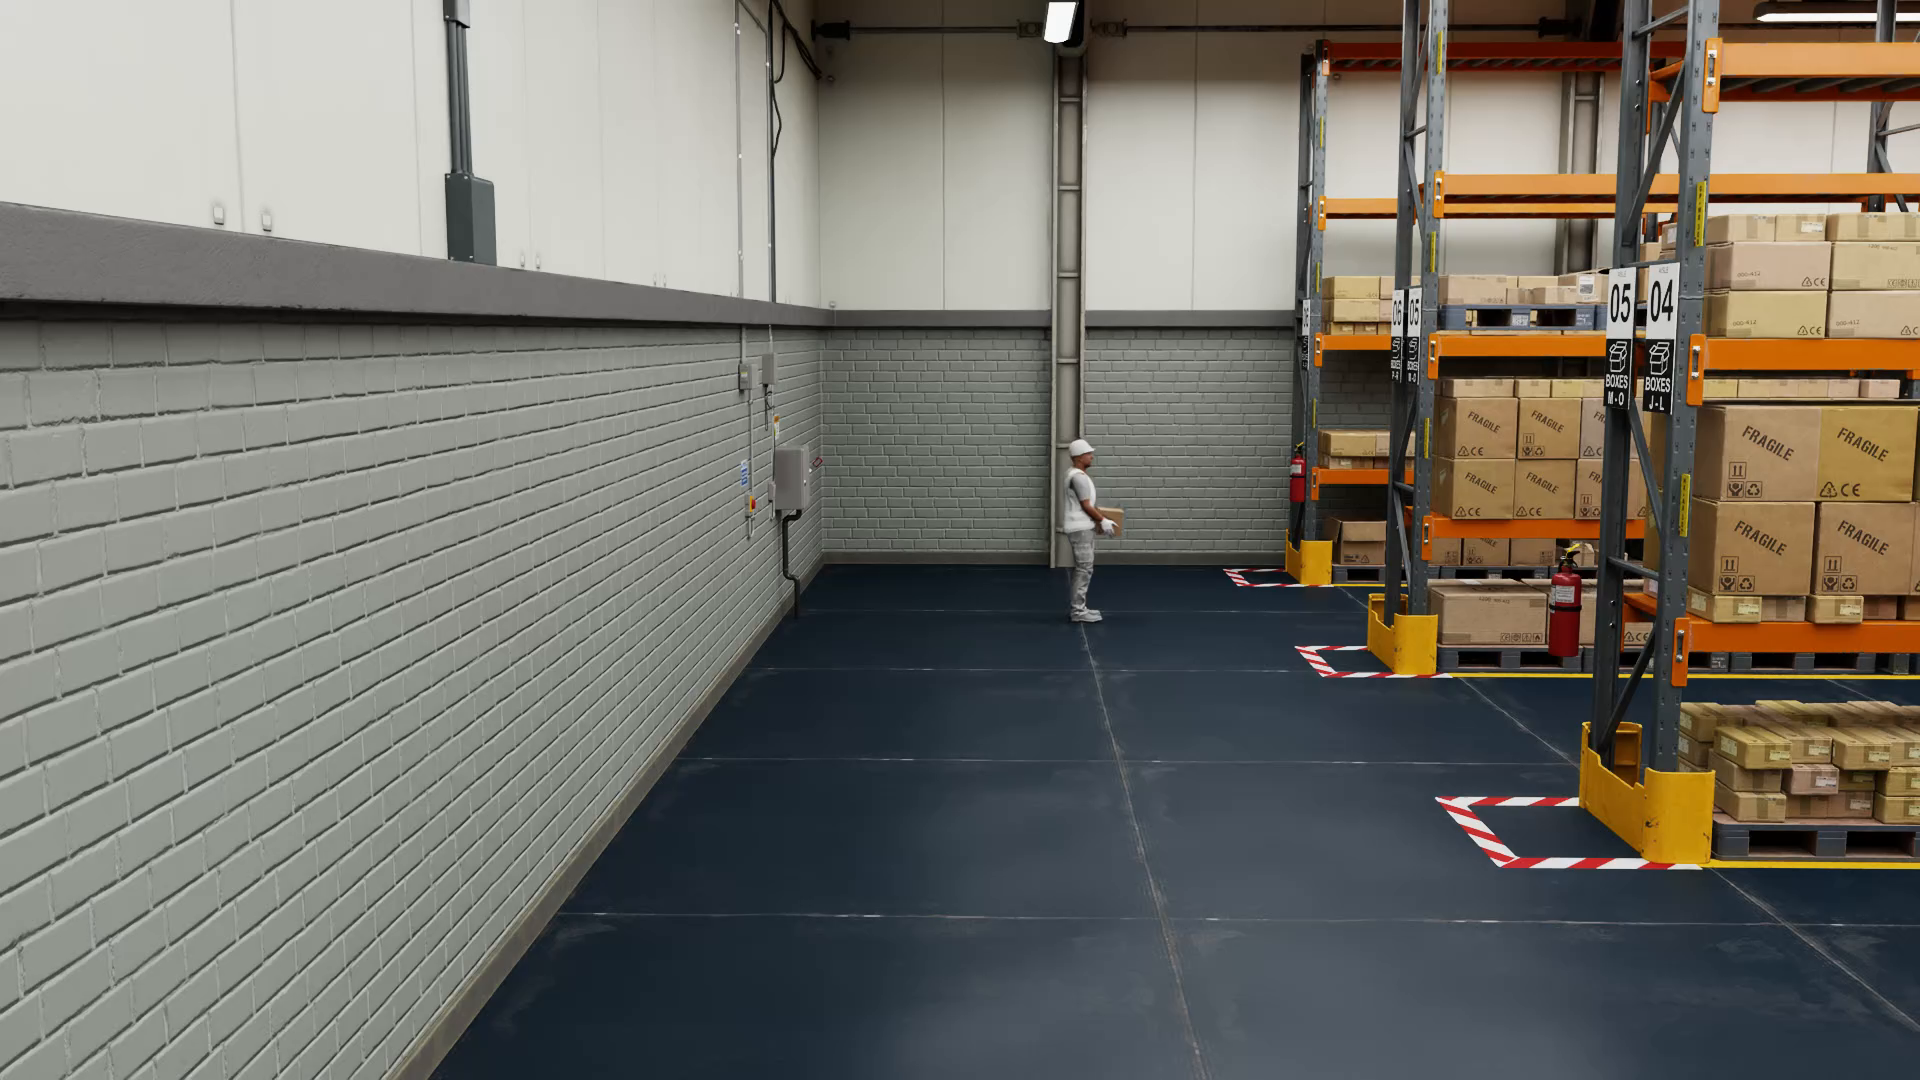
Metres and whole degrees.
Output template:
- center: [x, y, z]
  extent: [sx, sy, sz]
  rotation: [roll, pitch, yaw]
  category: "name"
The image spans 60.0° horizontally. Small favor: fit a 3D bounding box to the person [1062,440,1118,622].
- center: [1.280, -0.098, 16.446]
  extent: [0.541, 1.789, 0.532]
  rotation: [0, 7, 1]
  category: "person"
